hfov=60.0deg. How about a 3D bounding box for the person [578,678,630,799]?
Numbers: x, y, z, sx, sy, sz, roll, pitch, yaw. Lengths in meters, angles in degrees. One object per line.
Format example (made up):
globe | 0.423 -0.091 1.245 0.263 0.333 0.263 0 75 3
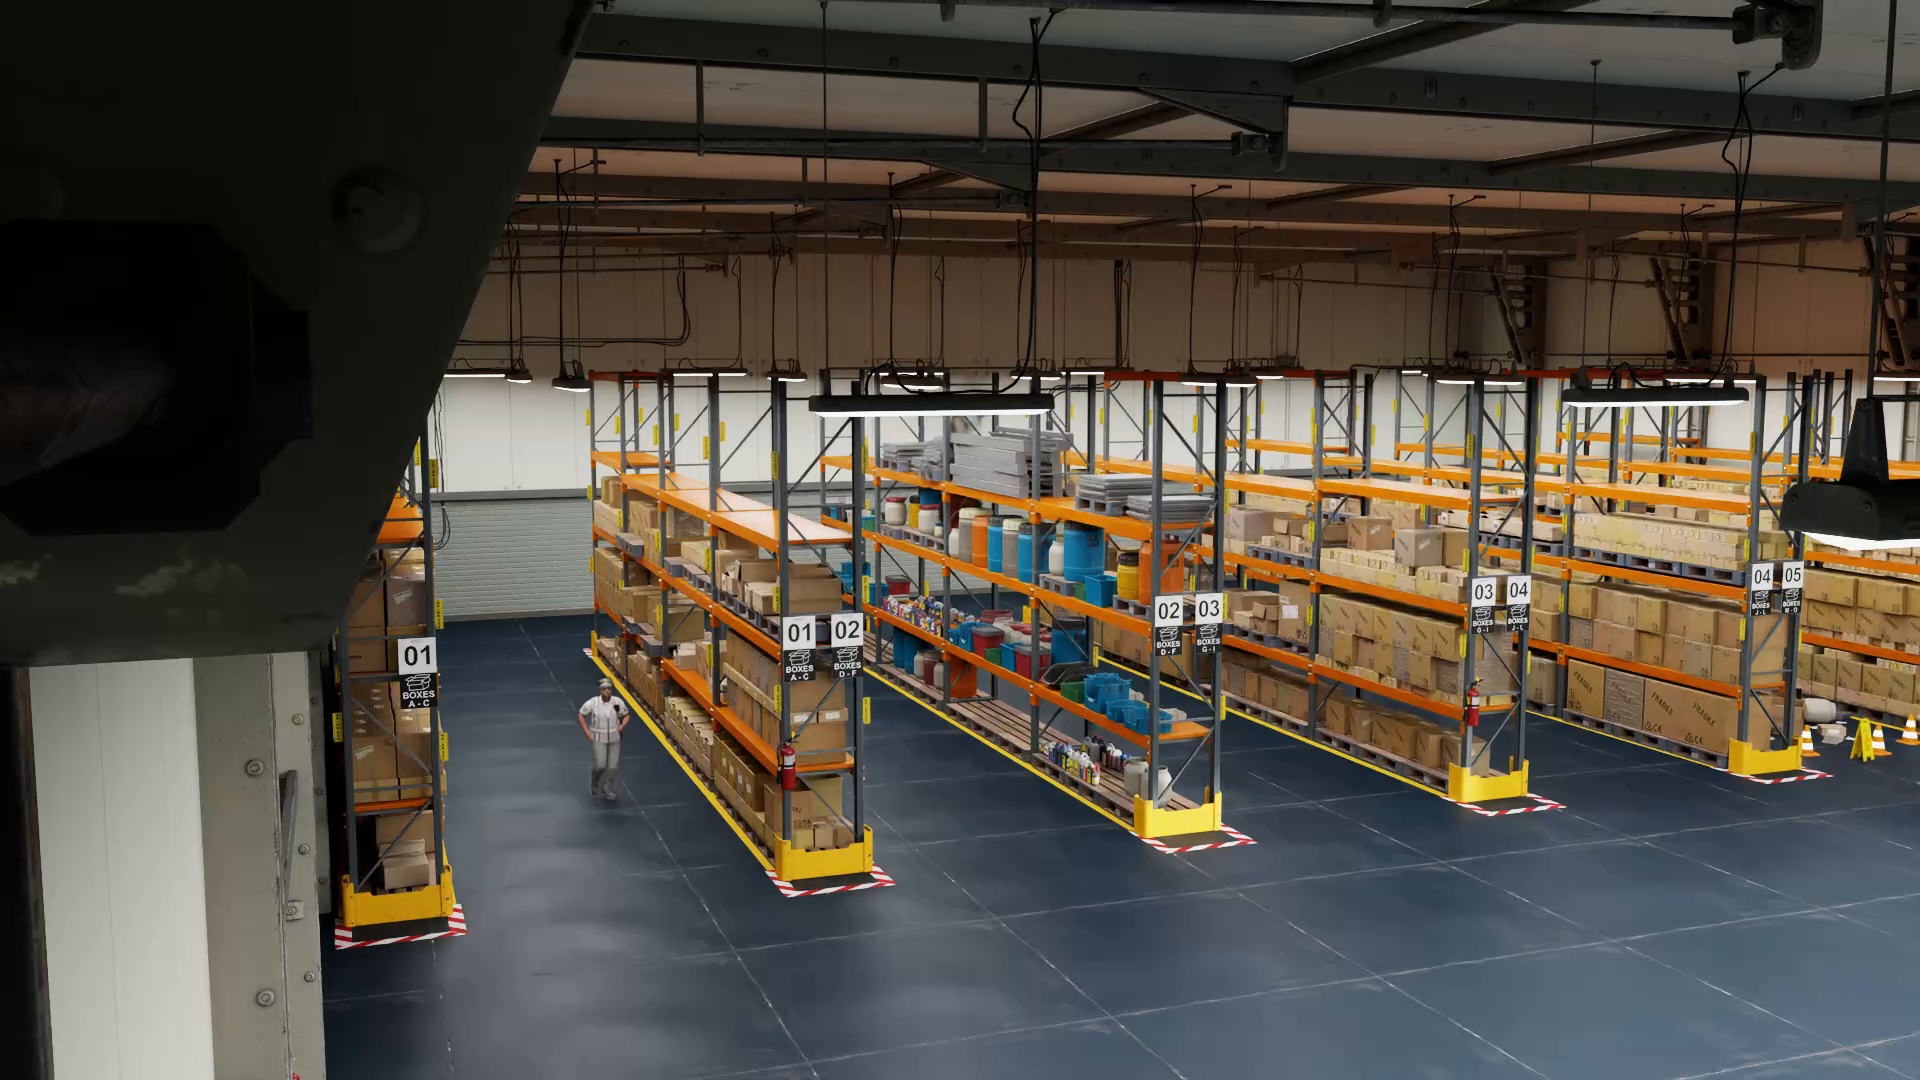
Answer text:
person | -5.018 2.826 23.611 0.710 1.757 0.563 -3 7 -24
